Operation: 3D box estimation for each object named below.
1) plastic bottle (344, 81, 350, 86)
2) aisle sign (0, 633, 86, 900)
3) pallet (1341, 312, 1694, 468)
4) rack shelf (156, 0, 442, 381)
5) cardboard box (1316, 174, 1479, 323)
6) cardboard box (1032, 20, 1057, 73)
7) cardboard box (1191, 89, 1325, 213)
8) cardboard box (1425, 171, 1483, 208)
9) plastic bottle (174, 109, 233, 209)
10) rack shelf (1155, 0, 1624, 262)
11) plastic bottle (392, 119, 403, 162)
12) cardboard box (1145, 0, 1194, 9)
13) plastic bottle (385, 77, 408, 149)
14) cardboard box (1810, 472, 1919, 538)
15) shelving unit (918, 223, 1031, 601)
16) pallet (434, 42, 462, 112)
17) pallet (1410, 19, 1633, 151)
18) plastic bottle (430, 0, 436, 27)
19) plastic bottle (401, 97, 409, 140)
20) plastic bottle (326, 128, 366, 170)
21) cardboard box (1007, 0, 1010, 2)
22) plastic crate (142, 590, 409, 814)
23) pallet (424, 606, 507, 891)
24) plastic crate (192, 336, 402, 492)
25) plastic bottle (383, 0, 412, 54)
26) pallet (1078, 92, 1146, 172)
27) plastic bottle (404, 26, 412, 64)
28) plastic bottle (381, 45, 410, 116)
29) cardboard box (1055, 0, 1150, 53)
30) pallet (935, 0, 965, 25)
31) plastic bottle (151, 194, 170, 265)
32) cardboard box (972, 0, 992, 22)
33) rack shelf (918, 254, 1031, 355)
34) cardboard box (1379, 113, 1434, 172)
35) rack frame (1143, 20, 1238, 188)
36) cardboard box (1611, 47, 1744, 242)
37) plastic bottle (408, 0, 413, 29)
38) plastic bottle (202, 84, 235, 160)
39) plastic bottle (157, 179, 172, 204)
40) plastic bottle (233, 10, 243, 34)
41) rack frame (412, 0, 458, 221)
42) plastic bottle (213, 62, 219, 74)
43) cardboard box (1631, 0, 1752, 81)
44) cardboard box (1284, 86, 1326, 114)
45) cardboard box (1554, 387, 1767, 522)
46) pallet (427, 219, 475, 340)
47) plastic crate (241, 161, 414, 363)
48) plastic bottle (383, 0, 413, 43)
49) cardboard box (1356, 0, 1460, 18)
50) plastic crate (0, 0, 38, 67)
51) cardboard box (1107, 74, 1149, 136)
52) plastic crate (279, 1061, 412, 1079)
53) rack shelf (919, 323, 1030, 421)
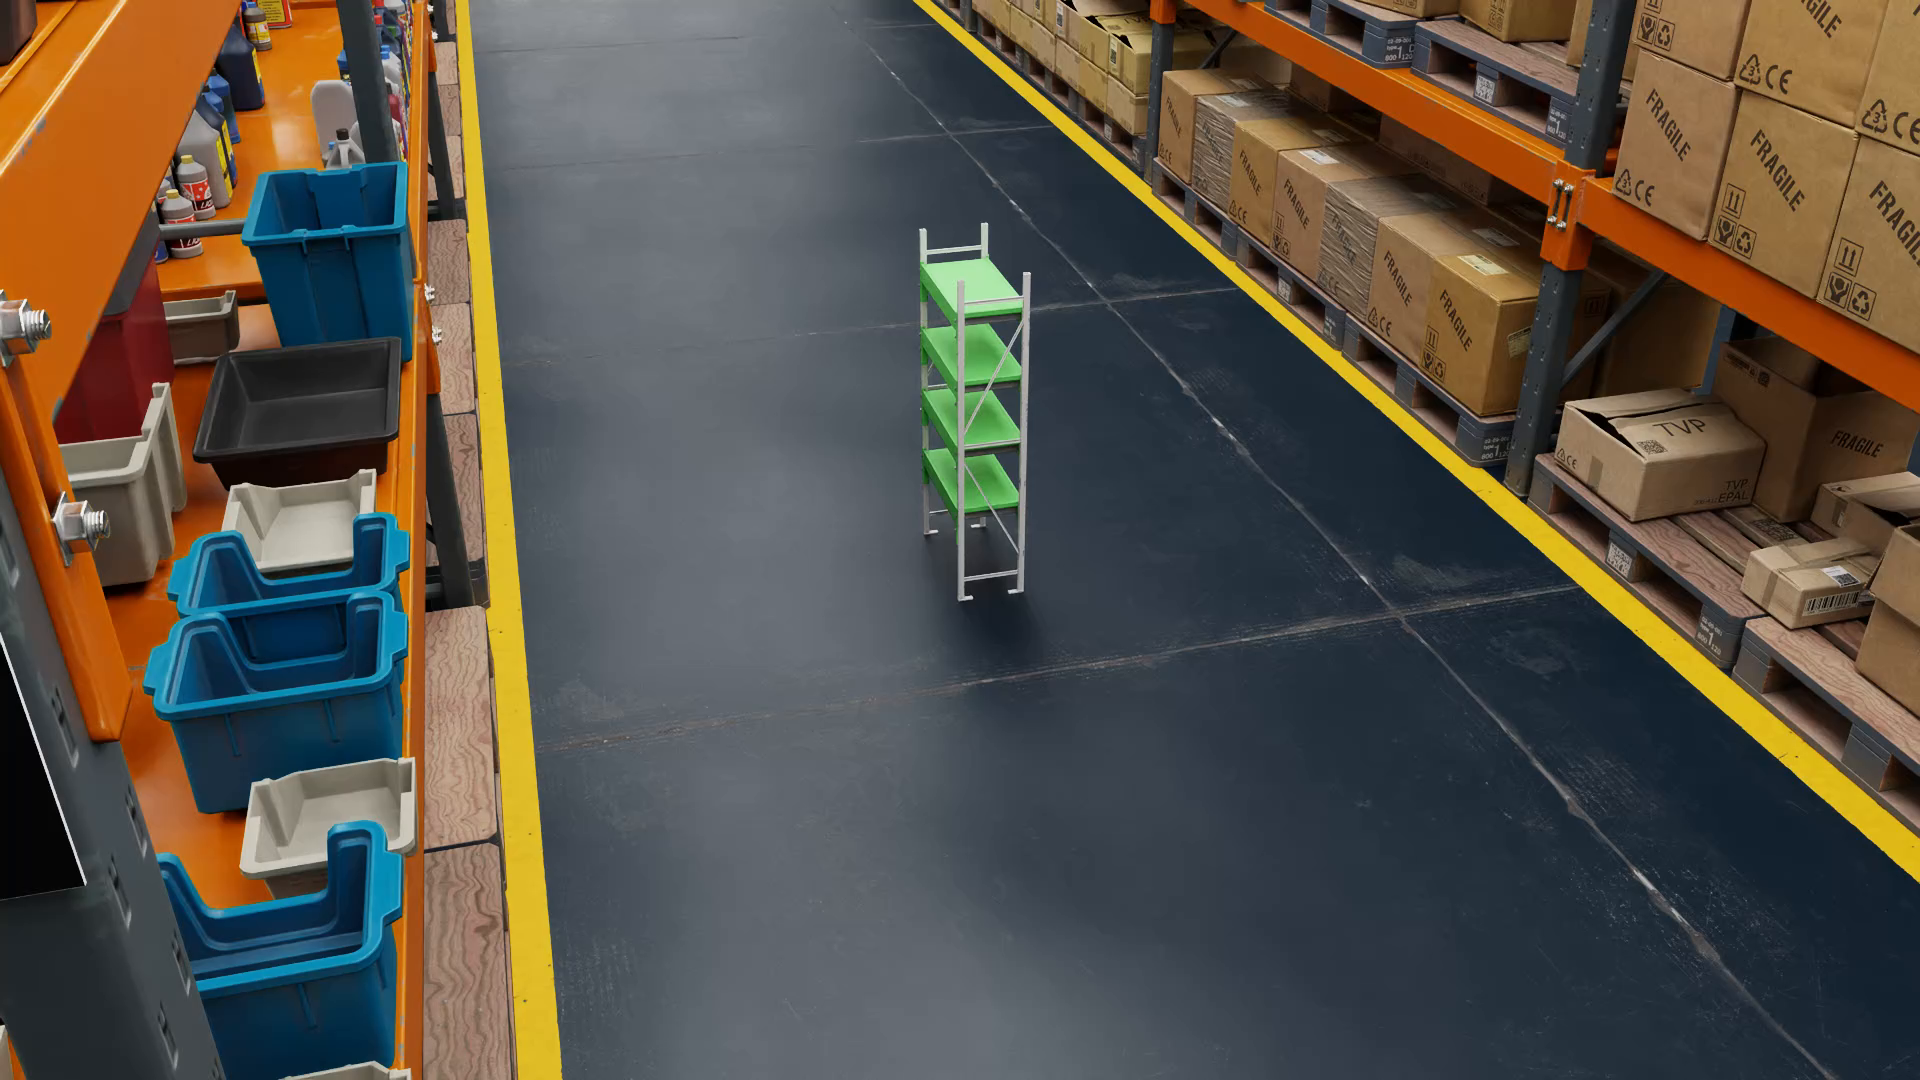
[{"bbox_3d":[-2.295,-1.618,6.249,0.097,0.201,0.097,0,30,0],"label":"plastic bottle"},{"bbox_3d":[-0.750,-0.094,0.823,0.394,0.787,0.004,-8,31,-13],"label":"aisle sign"},{"bbox_3d":[2.407,-0.734,7.307,1.003,0.211,1.213,-8,31,-13],"label":"pallet"},{"bbox_3d":[-2.648,-1.551,6.653,1.077,0.370,4.000,-8,31,-13],"label":"rack shelf"},{"bbox_3d":[1.997,-1.344,7.633,0.500,0.500,0.500,-7,31,-13],"label":"cardboard box"},{"bbox_3d":[0.813,-3.438,11.521,0.500,0.250,0.500,-7,31,-12],"label":"cardboard box"},{"bbox_3d":[1.588,-2.083,8.911,0.500,0.500,0.500,-9,31,-15],"label":"cardboard box"},{"bbox_3d":[2.488,-1.426,7.775,0.500,0.500,0.500,-7,31,-13],"label":"cardboard box"},{"bbox_3d":[-2.537,-1.294,5.541,0.144,0.351,0.185,-8,31,-13],"label":"plastic bottle"},{"bbox_3d":[2.129,-2.207,7.788,1.077,0.370,4.000,-8,31,-13],"label":"rack shelf"},{"bbox_3d":[-1.974,-1.351,5.718,0.097,0.271,0.097,0,30,0],"label":"plastic bottle"},{"bbox_3d":[1.461,-3.510,11.086,0.500,0.311,0.500,-9,31,-15],"label":"cardboard box"},{"bbox_3d":[-2.118,-1.564,6.081,0.152,0.276,0.135,-8,31,-13],"label":"plastic bottle"},{"bbox_3d":[3.242,-0.099,5.833,0.380,0.149,0.250,-8,31,-13],"label":"cardboard box"},{"bbox_3d":[0.044,-0.439,5.811,0.258,1.200,0.503,-8,31,-13],"label":"shelving unit"},{"bbox_3d":[-3.995,-3.179,11.531,1.003,0.211,1.213,-8,31,-13],"label":"pallet"},{"bbox_3d":[2.553,-1.870,6.678,1.003,0.211,1.213,-8,31,-13],"label":"pallet"},{"bbox_3d":[-3.902,-3.982,12.419,0.097,0.271,0.097,0,30,0],"label":"plastic bottle"},{"bbox_3d":[-2.123,-1.591,6.203,0.097,0.201,0.097,0,30,0],"label":"plastic bottle"},{"bbox_3d":[-1.909,-1.107,5.218,0.144,0.351,0.185,-8,31,-13],"label":"plastic bottle"},{"bbox_3d":[0.534,-4.176,12.236,0.500,0.311,0.500,-8,31,-14],"label":"cardboard box"},{"bbox_3d":[-1.153,0.283,2.873,0.416,0.233,0.300,-8,31,-13],"label":"plastic crate"},{"bbox_3d":[-1.884,0.661,4.898,1.003,0.211,1.213,-8,31,-13],"label":"pallet"},{"bbox_3d":[-1.561,-0.298,3.985,0.437,0.125,0.590,-8,31,-13],"label":"plastic crate"},{"bbox_3d":[-2.482,-2.276,7.316,0.097,0.271,0.097,0,30,0],"label":"plastic bottle"},{"bbox_3d":[1.417,-2.681,10.671,1.003,0.211,1.213,-8,31,-13],"label":"pallet"},{"bbox_3d":[-2.431,-2.152,7.171,0.097,0.201,0.097,0,30,0],"label":"plastic bottle"},{"bbox_3d":[-2.210,-1.780,6.460,0.097,0.271,0.097,0,30,0],"label":"plastic bottle"},{"bbox_3d":[0.946,-3.434,10.954,0.500,0.311,0.500,-8,31,-14],"label":"cardboard box"},{"bbox_3d":[0.366,-4.600,13.986,1.003,0.211,1.213,-8,31,-13],"label":"pallet"},{"bbox_3d":[-2.533,-0.990,5.089,0.152,0.276,0.135,-8,31,-13],"label":"plastic bottle"},{"bbox_3d":[0.404,-4.181,12.804,0.500,0.250,0.500,-9,31,-14],"label":"cardboard box"},{"bbox_3d":[0.044,-0.799,5.603,0.258,0.148,0.480,-8,31,-13],"label":"rack shelf"},{"bbox_3d":[2.367,-1.977,7.979,0.500,0.250,0.500,-8,31,-14],"label":"cardboard box"},{"bbox_3d":[1.598,-3.485,9.276,1.000,3.000,0.127,-8,31,-13],"label":"rack frame"},{"bbox_3d":[2.532,-1.314,5.426,0.500,0.500,0.500,-7,31,-12],"label":"cardboard box"},{"bbox_3d":[-2.599,-2.527,7.739,0.061,0.283,0.133,-8,31,-13],"label":"plastic bottle"},{"bbox_3d":[-2.685,-1.498,5.973,0.097,0.271,0.097,0,30,0],"label":"plastic bottle"},{"bbox_3d":[-2.567,-1.082,5.324,0.097,0.201,0.097,0,30,0],"label":"plastic bottle"},{"bbox_3d":[-3.190,-2.245,7.263,0.097,0.271,0.097,0,30,0],"label":"plastic bottle"},{"bbox_3d":[-3.179,-2.828,8.142,1.000,3.000,0.127,-8,31,-13],"label":"rack frame"},{"bbox_3d":[-3.007,-1.852,6.580,0.152,0.276,0.135,-8,31,-13],"label":"plastic bottle"},{"bbox_3d":[2.513,-1.764,5.205,0.500,0.500,0.500,-7,31,-12],"label":"cardboard box"},{"bbox_3d":[2.073,-2.173,9.066,0.500,0.500,0.500,-7,31,-11],"label":"cardboard box"},{"bbox_3d":[2.562,-0.348,6.102,0.500,0.311,0.500,-8,31,-13],"label":"cardboard box"},{"bbox_3d":[-2.929,-1.246,8.192,1.003,0.211,1.213,-8,31,-13],"label":"pallet"},{"bbox_3d":[-1.664,-0.735,4.482,0.392,0.384,0.575,-8,31,-13],"label":"plastic crate"},{"bbox_3d":[-2.534,-2.370,7.479,0.097,0.271,0.097,0,30,0],"label":"plastic bottle"},{"bbox_3d":[2.131,-2.623,7.268,0.700,0.500,0.500,-16,34,-26],"label":"cardboard box"},{"bbox_3d":[-0.889,-0.429,1.133,0.497,0.269,0.590,-8,31,-13],"label":"plastic crate"},{"bbox_3d":[1.223,-2.698,10.243,0.500,0.250,0.500,-7,31,-12],"label":"cardboard box"},{"bbox_3d":[-0.809,0.795,2.085,0.250,0.136,0.298,-8,31,-13],"label":"plastic crate"},{"bbox_3d":[0.044,-0.592,5.723,0.258,0.148,0.480,-8,31,-13],"label":"rack shelf"}]
